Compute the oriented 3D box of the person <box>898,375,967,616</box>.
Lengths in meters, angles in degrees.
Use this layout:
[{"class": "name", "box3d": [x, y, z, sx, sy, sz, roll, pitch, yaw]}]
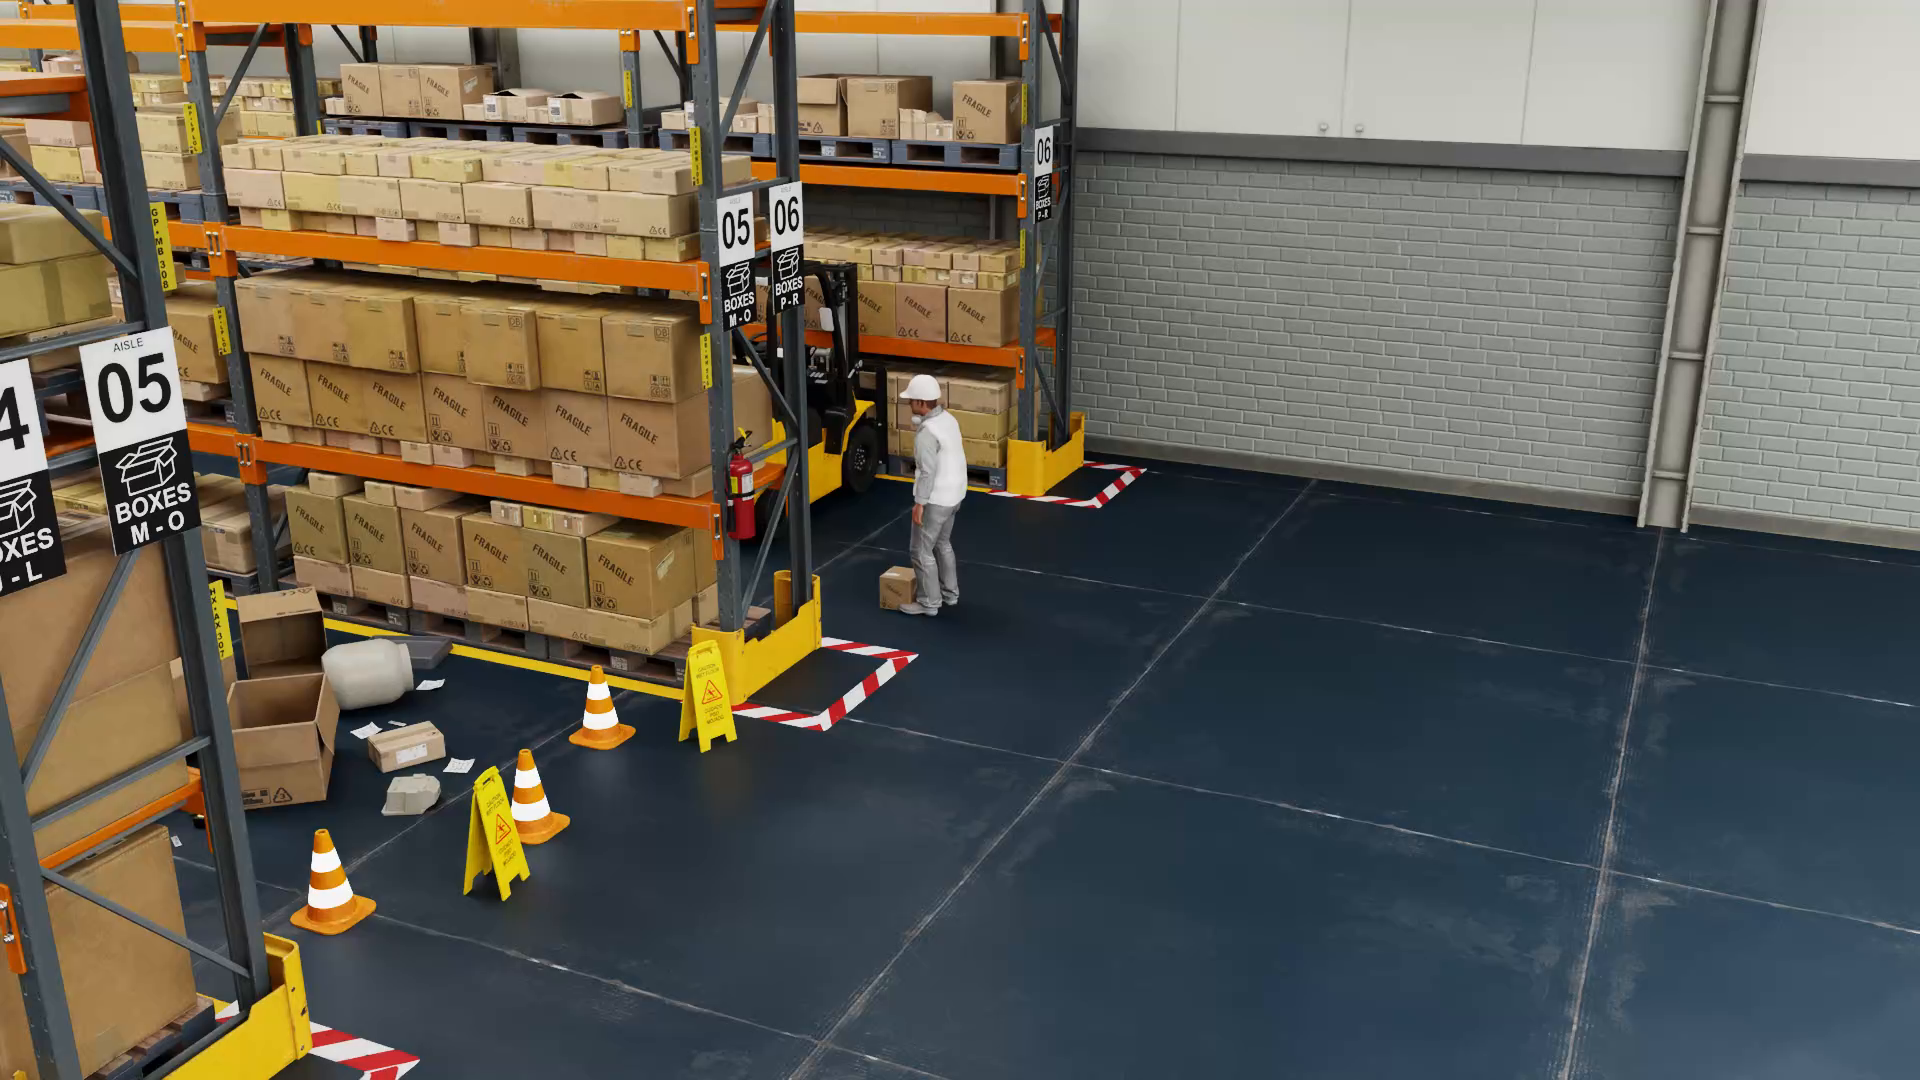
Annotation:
[{"class": "person", "box3d": [-0.195, -0.322, 11.965, 0.476, 1.770, 0.591, 7, 20, 19]}]
